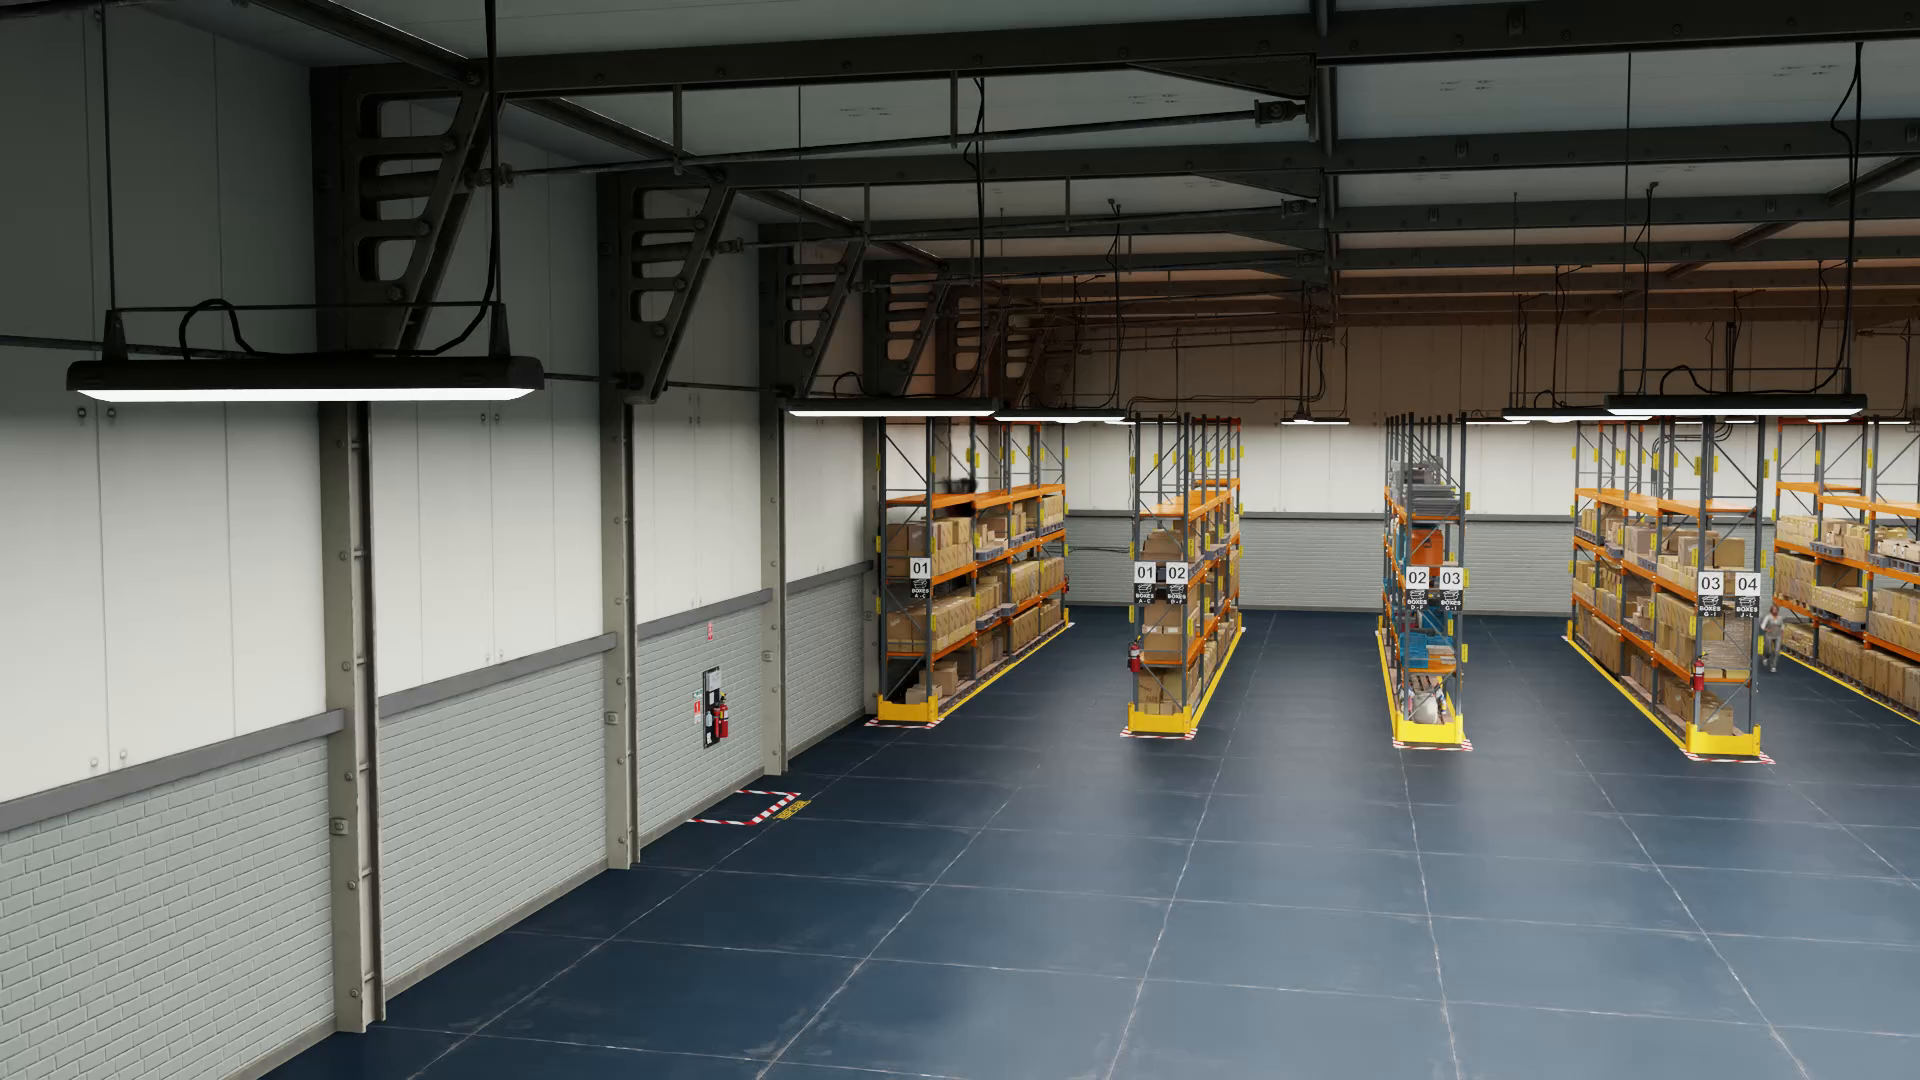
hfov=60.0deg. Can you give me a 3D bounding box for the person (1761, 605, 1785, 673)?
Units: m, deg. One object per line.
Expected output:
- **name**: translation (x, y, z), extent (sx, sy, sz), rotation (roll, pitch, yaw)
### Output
- **person**: translation (19.057, 2.303, 38.990), extent (0.546, 1.566, 0.682), rotation (1, 4, 8)
